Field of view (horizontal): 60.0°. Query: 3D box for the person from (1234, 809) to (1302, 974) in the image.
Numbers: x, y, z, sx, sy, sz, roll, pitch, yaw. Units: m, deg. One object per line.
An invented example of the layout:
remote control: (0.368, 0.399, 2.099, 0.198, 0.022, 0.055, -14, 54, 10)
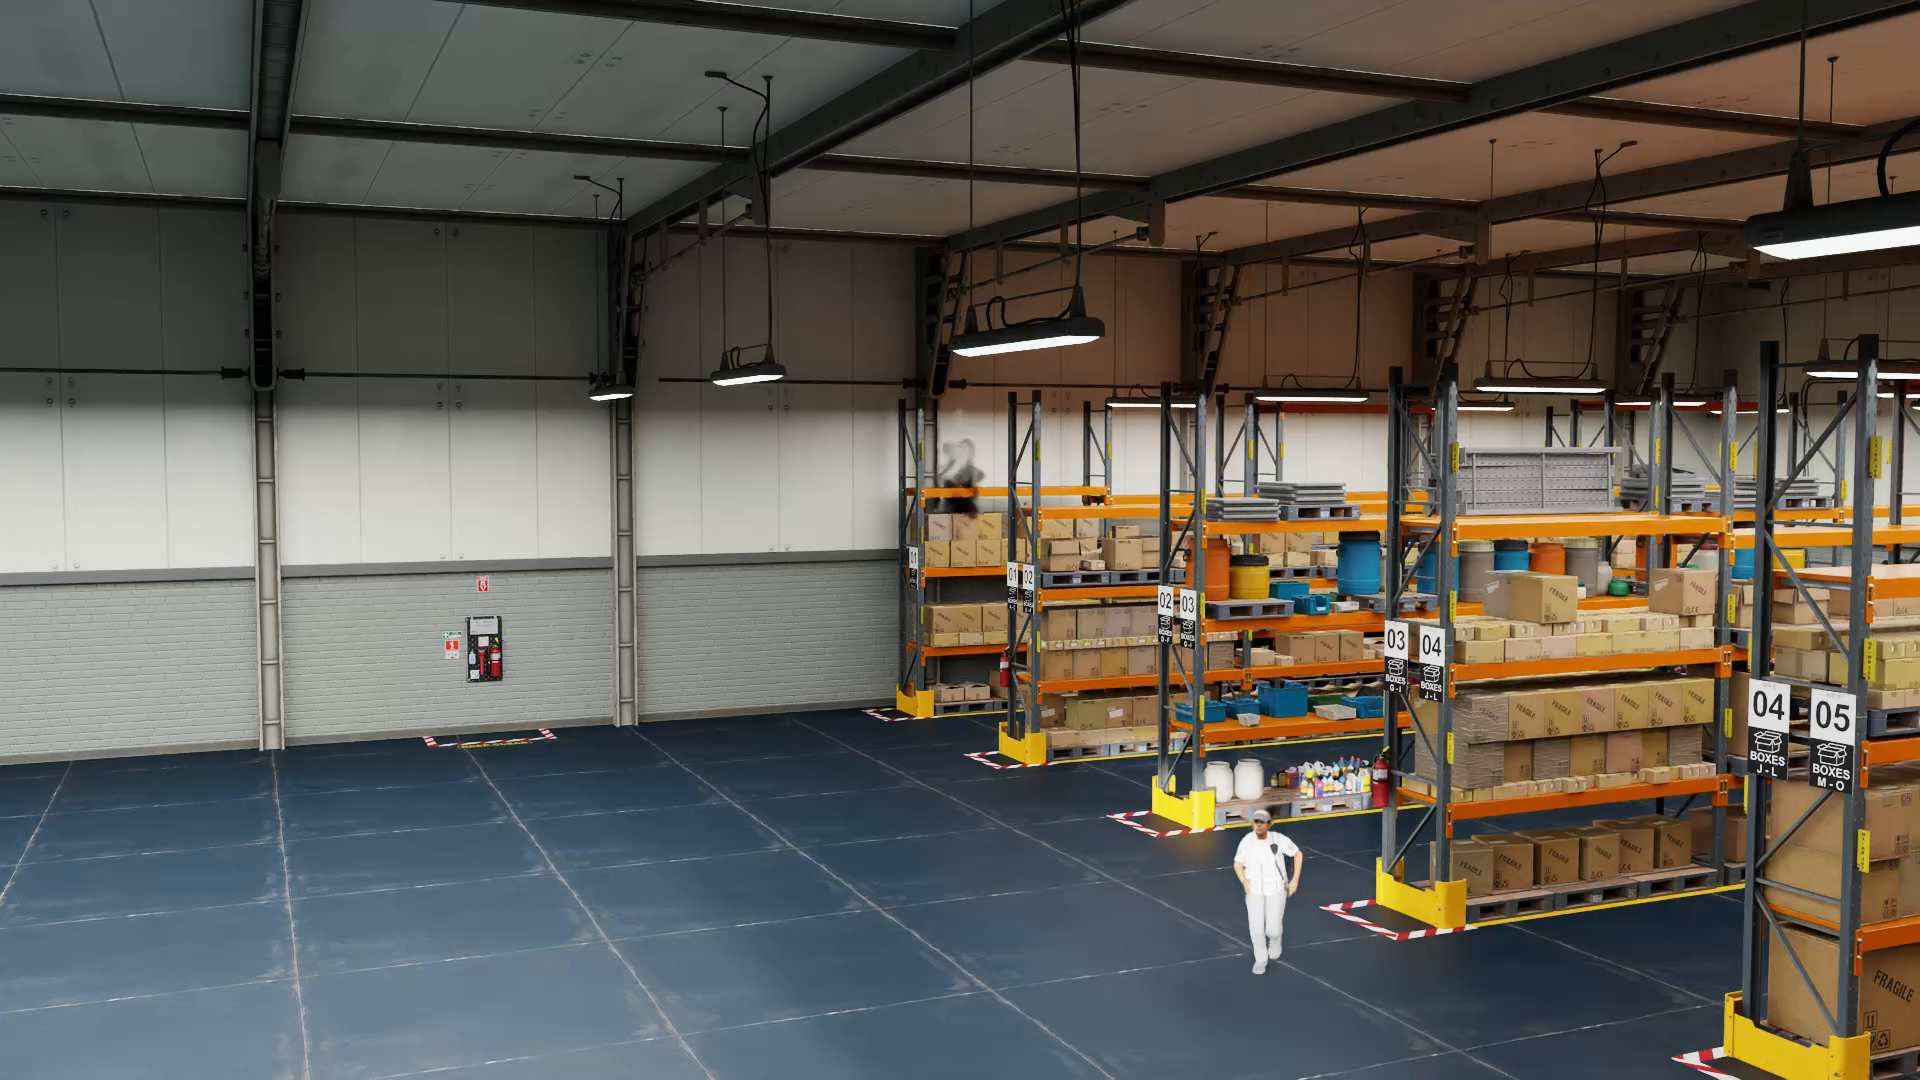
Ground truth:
person: (2.961, 3.417, 16.101, 0.633, 1.629, 0.612, 1, 4, 22)
